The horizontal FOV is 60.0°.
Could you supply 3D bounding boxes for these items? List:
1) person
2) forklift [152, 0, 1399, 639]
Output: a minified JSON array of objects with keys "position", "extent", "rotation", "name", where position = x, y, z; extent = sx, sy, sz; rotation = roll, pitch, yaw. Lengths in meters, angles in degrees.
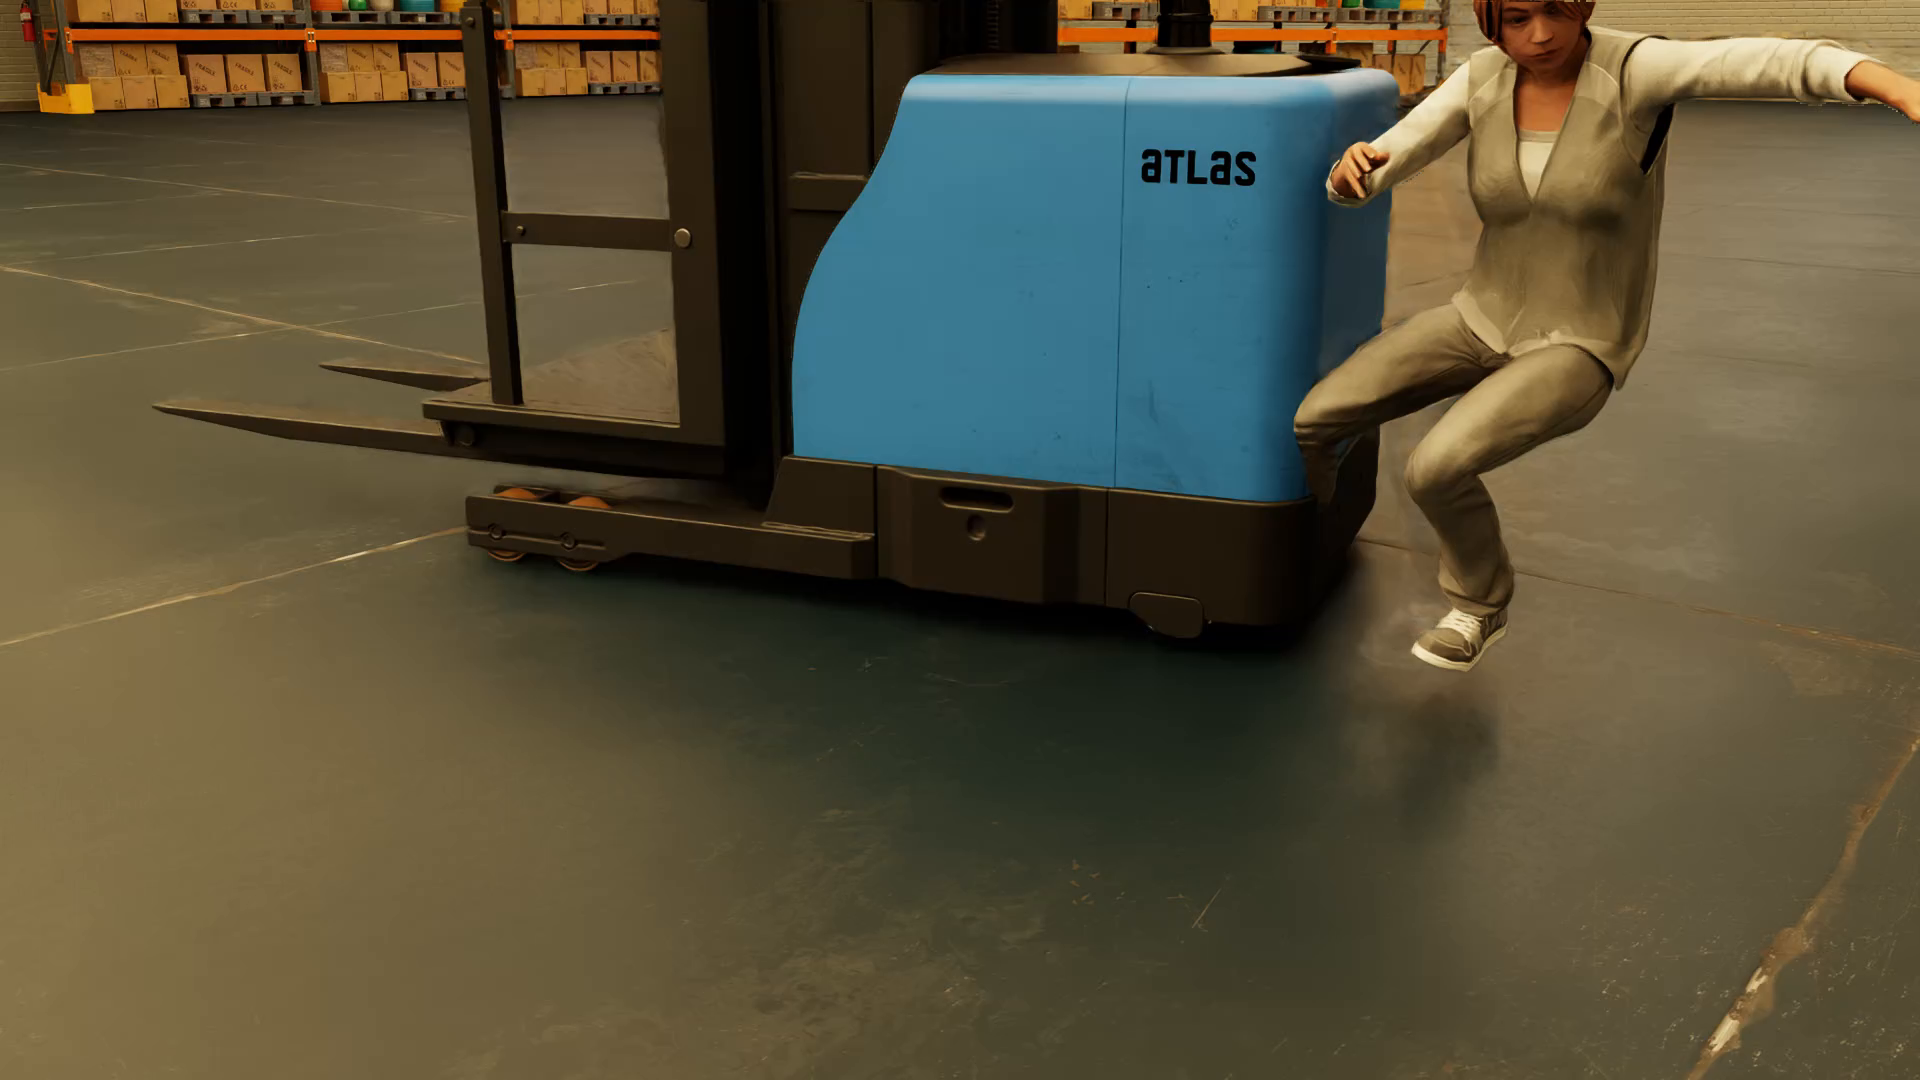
[{"position":[0.939,-0.339,2.801],"extent":[1.360,1.316,0.732],"rotation":[16,23,42],"name":"person"},{"position":[-0.576,-1.465,3.723],"extent":[3.031,2.935,1.130],"rotation":[7,18,21],"name":"forklift"}]
